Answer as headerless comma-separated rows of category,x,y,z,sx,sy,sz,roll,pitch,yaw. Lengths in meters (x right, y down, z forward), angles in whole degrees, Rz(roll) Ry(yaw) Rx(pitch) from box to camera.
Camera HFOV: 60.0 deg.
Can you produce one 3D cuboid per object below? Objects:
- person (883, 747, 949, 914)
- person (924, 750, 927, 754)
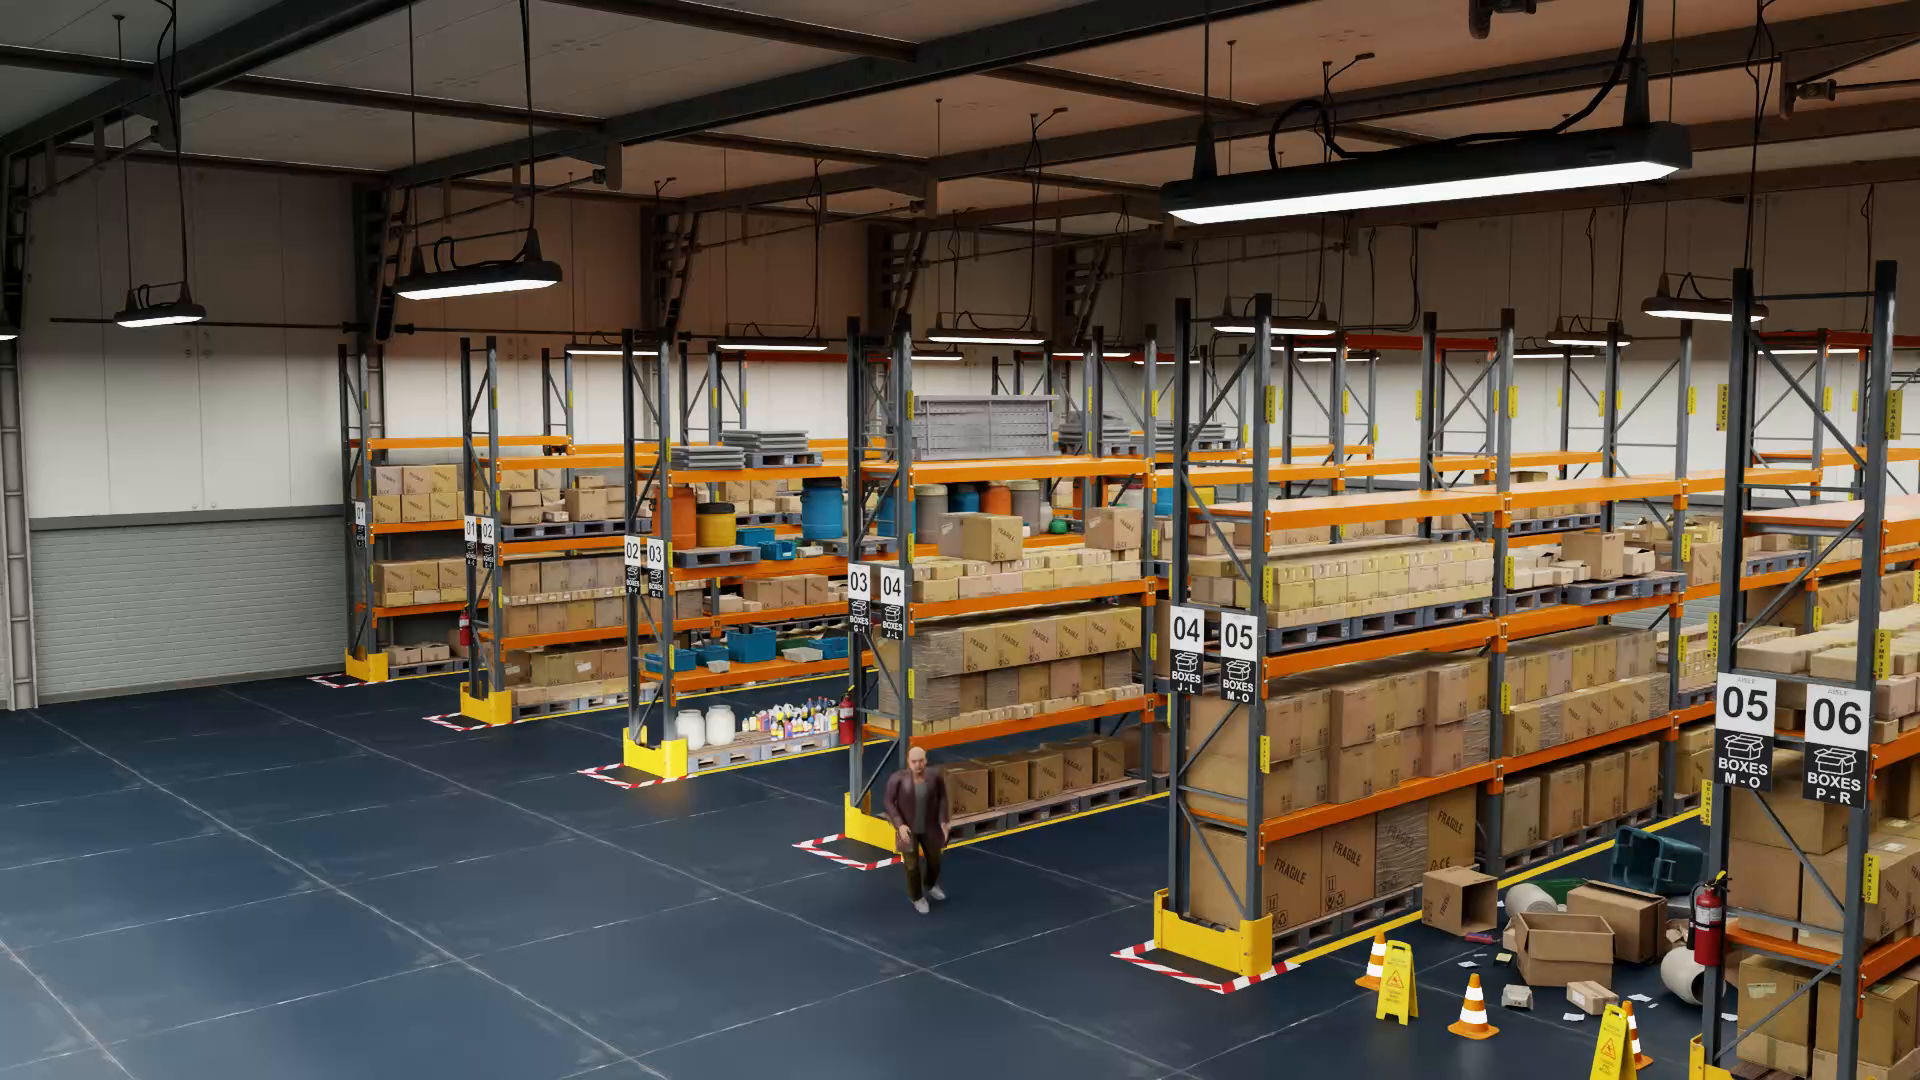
person,-0.449,2.845,16.531,0.682,1.709,0.784,-1,5,-12
person,-0.733,2.374,23.105,0.624,1.423,0.943,5,7,44
